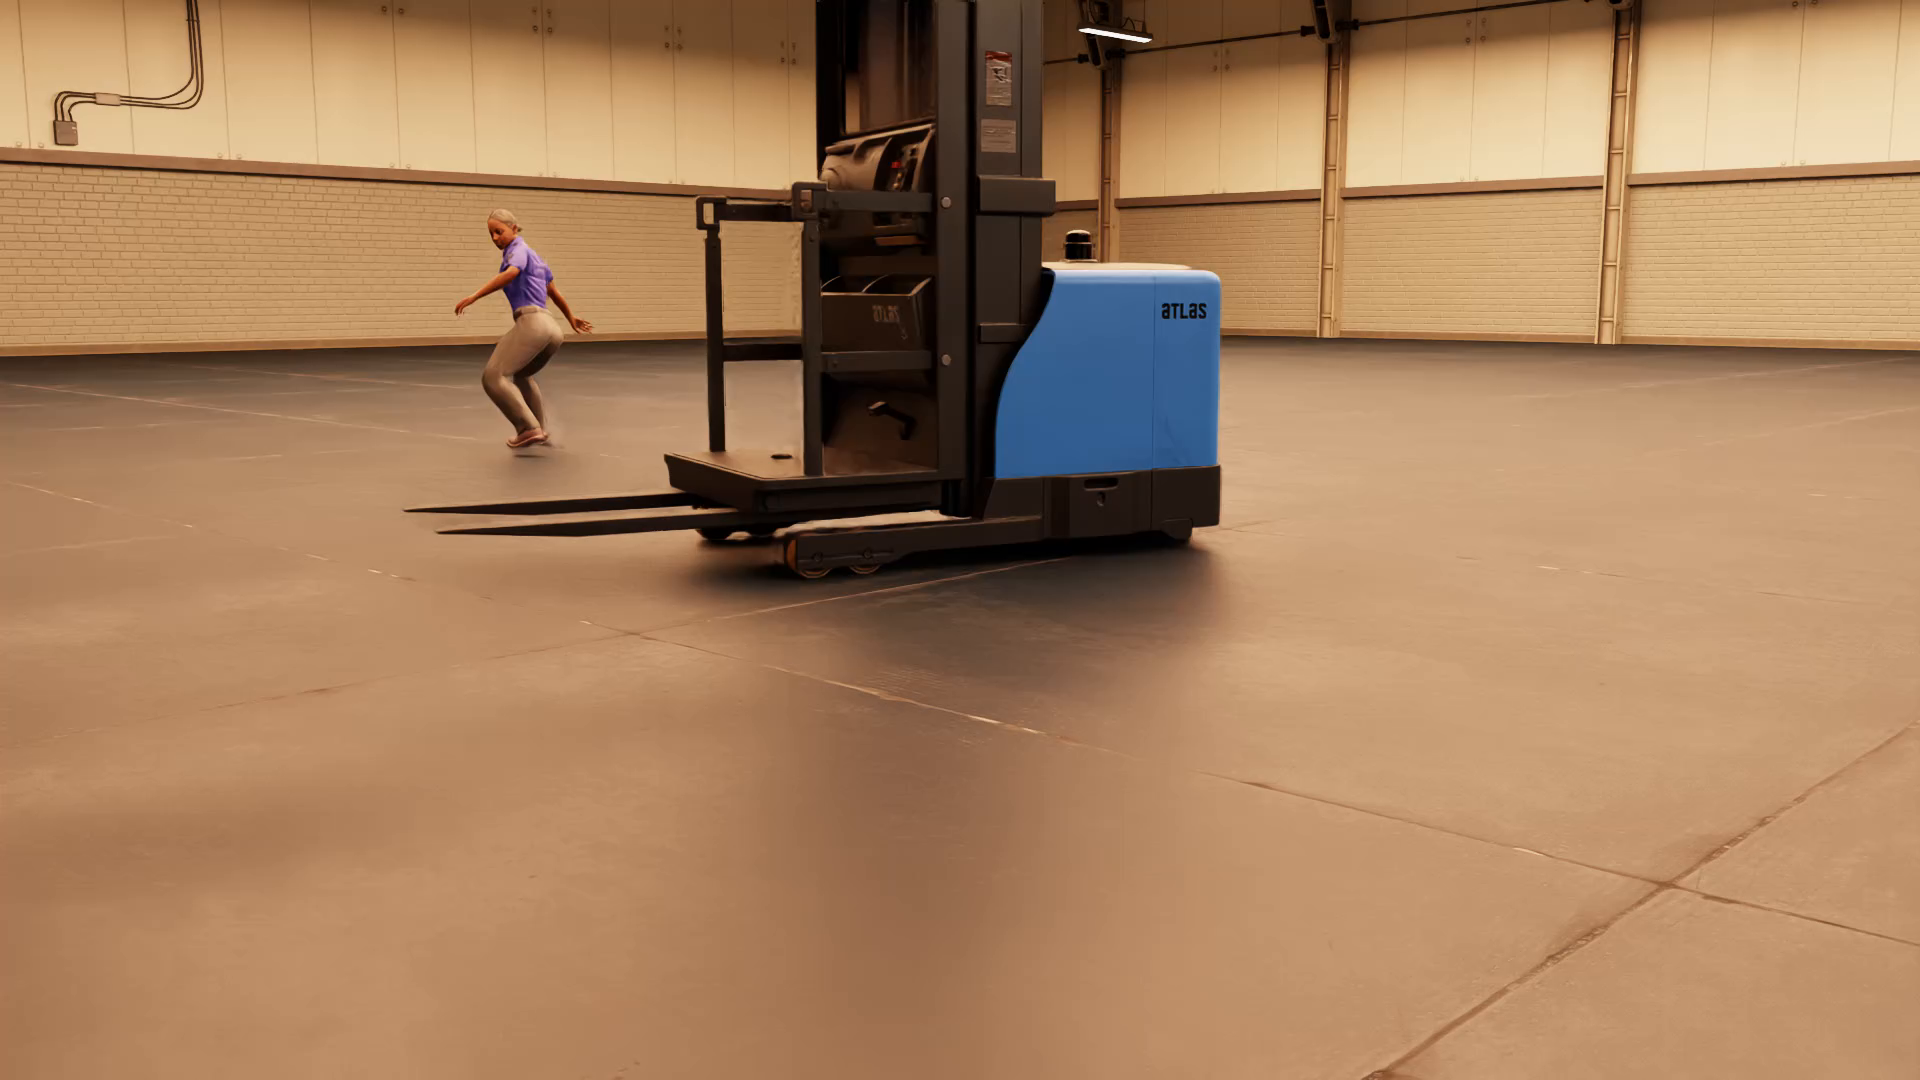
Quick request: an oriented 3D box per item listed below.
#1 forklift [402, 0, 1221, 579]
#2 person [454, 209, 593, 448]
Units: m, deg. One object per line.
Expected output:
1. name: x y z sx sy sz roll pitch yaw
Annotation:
1. forklift: -0.508 -1.403 6.188 3.031 2.935 1.130 -4 10 -28
2. person: -2.717 -1.261 10.430 0.532 1.600 1.030 1 9 6
